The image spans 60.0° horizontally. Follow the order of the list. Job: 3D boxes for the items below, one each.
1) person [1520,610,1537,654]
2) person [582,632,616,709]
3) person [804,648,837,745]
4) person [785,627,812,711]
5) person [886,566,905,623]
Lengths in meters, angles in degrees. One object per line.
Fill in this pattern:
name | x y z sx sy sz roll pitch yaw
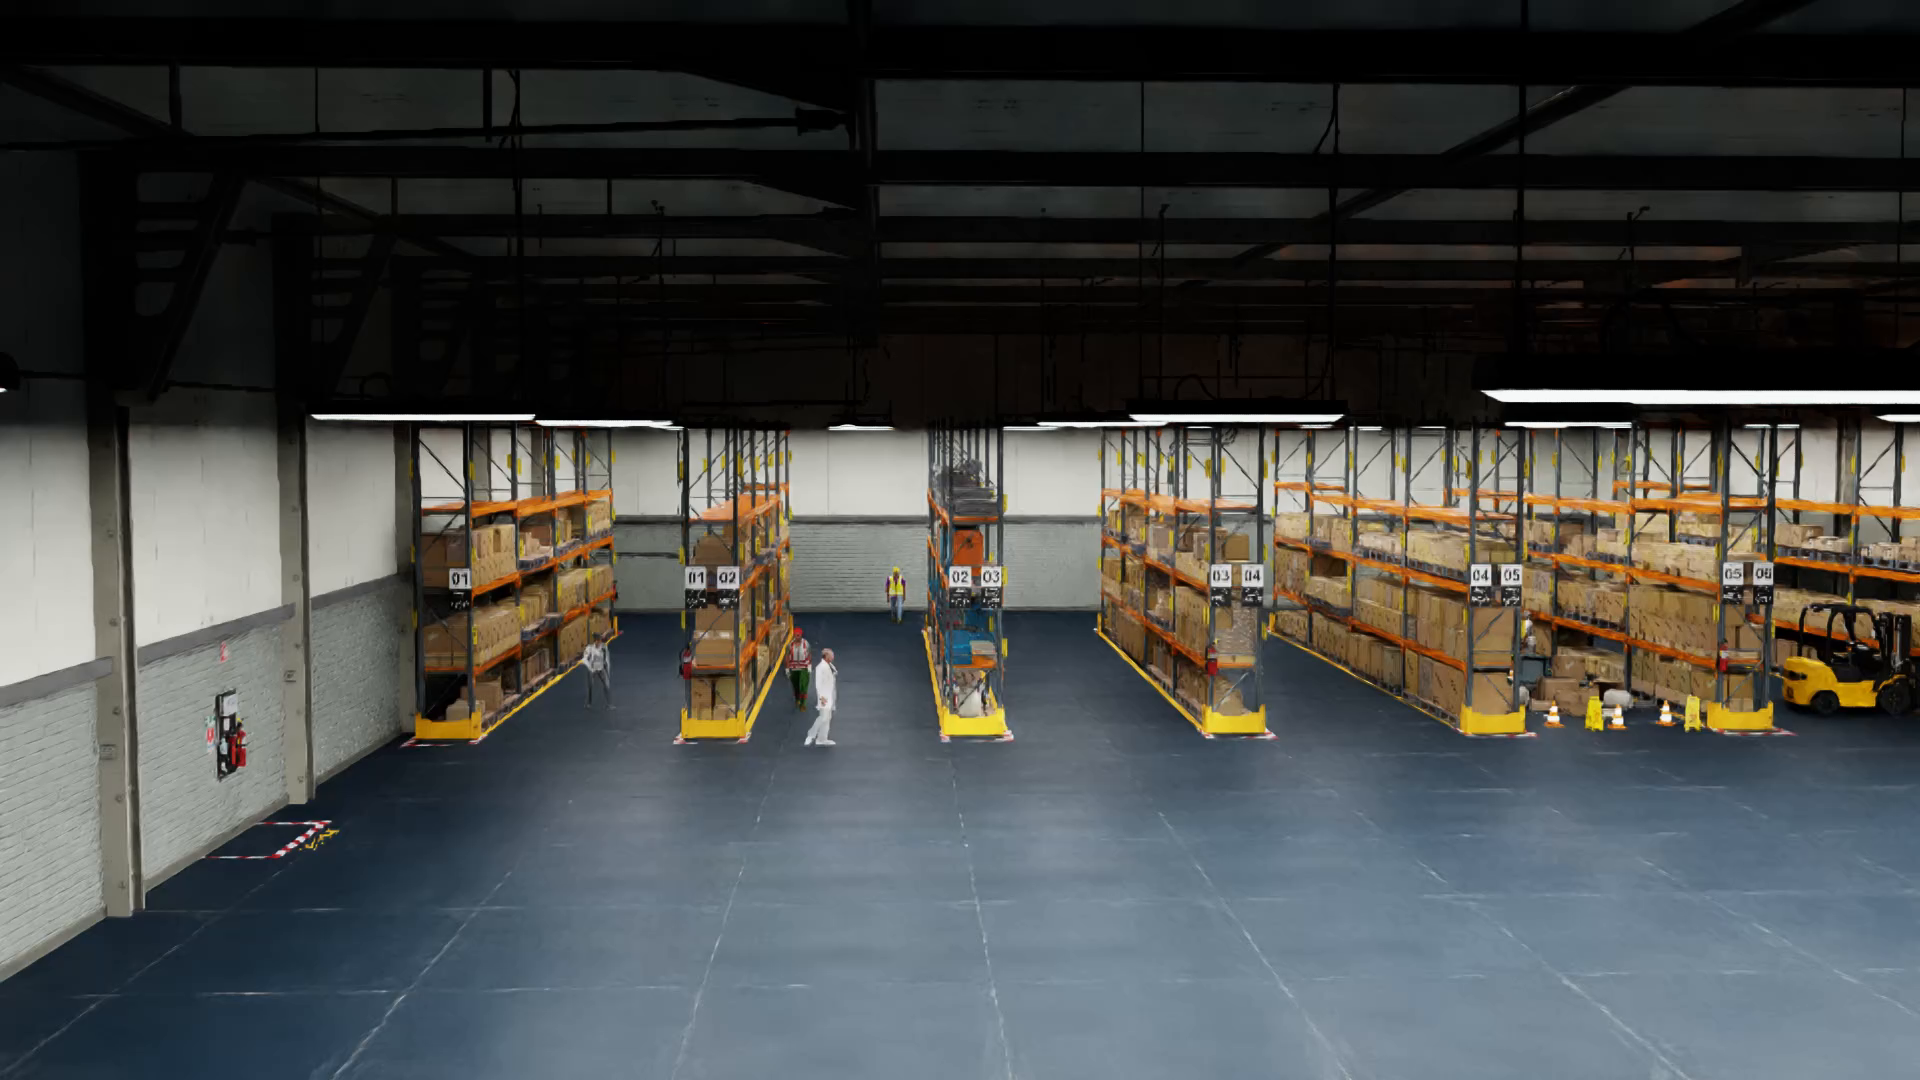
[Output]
person | 12.864 2.414 37.836 0.554 1.659 0.597 2 4 25
person | -7.483 2.671 34.317 0.639 1.610 0.807 -1 4 -19
person | -2.503 2.854 30.205 0.519 1.770 0.759 2 4 24
person | -3.325 2.624 34.175 0.553 1.709 1.123 0 4 0
person | -1.930 1.621 49.794 0.577 1.691 1.121 0 4 0
